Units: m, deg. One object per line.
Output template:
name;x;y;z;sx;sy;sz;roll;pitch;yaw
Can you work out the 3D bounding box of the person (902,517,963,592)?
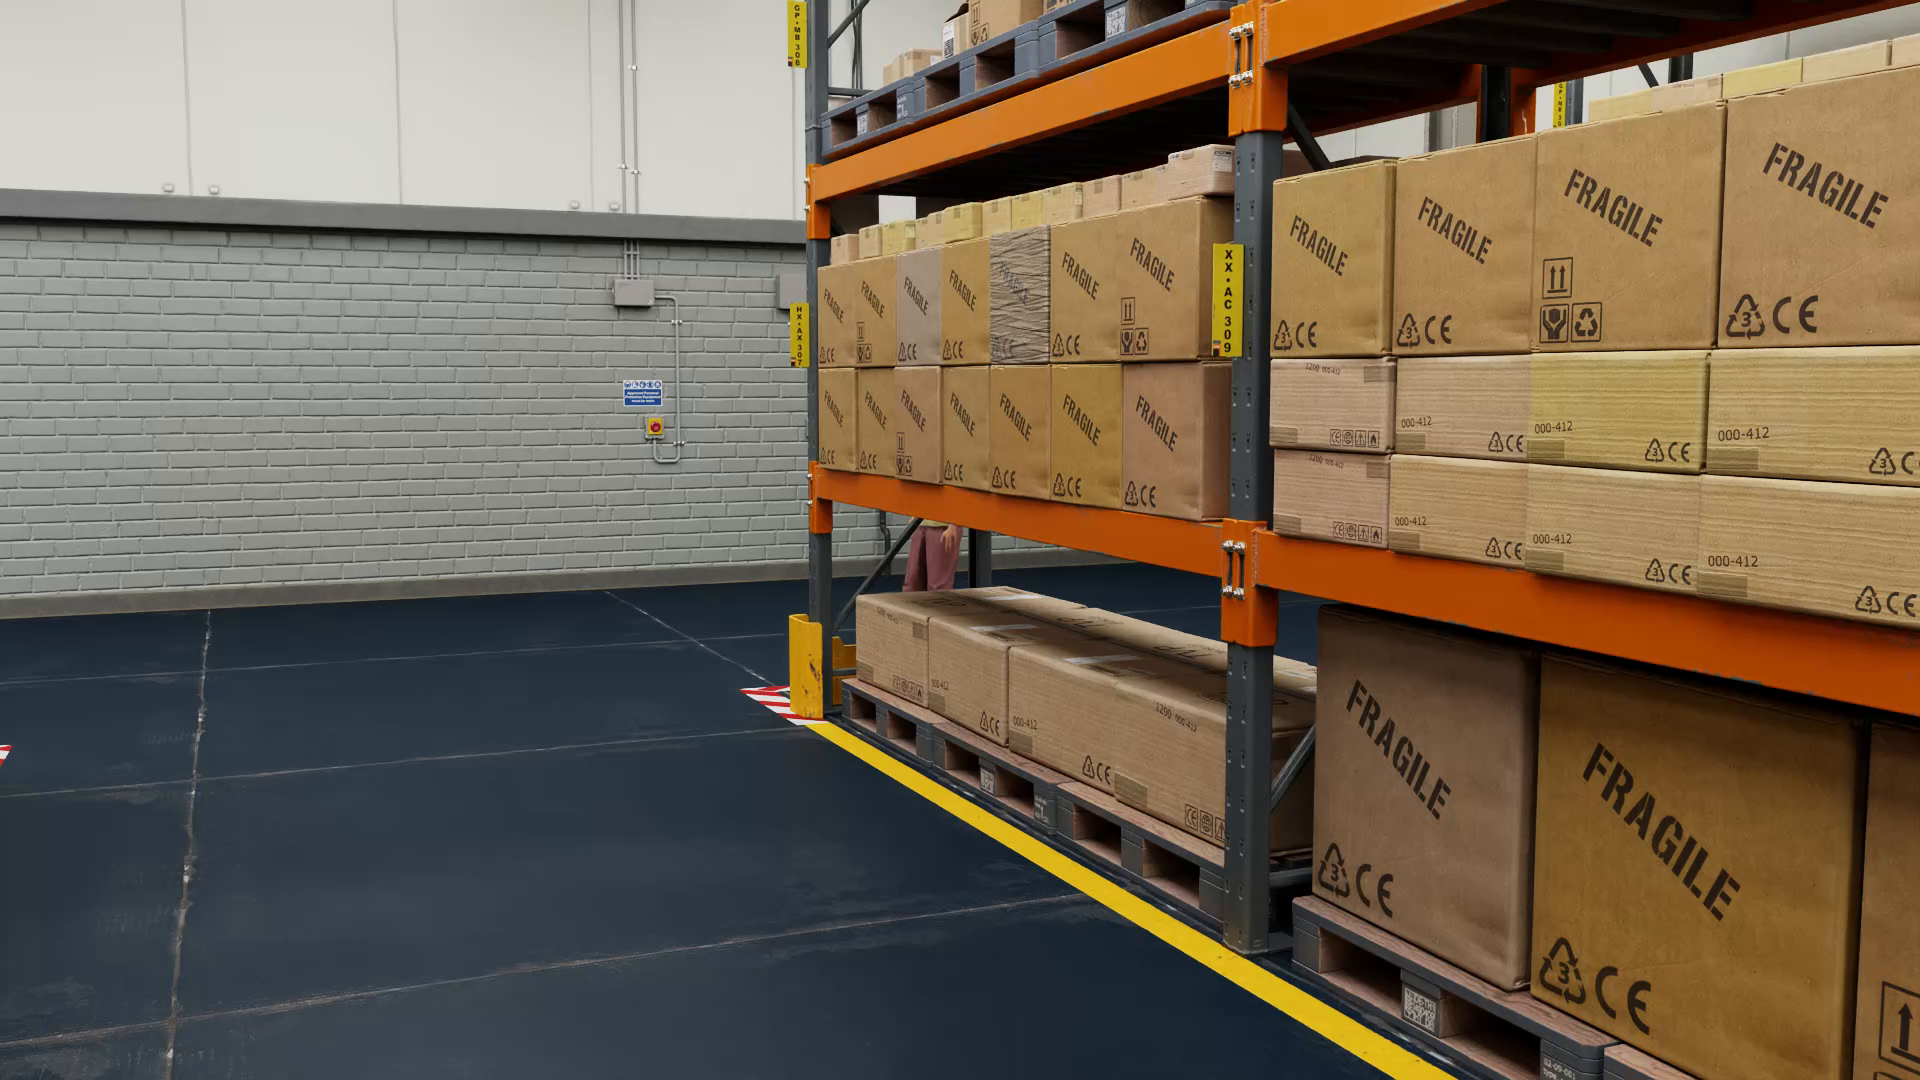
person;-0.199;-0.064;10.041;0.547;1.673;0.553;-3;6;-26
